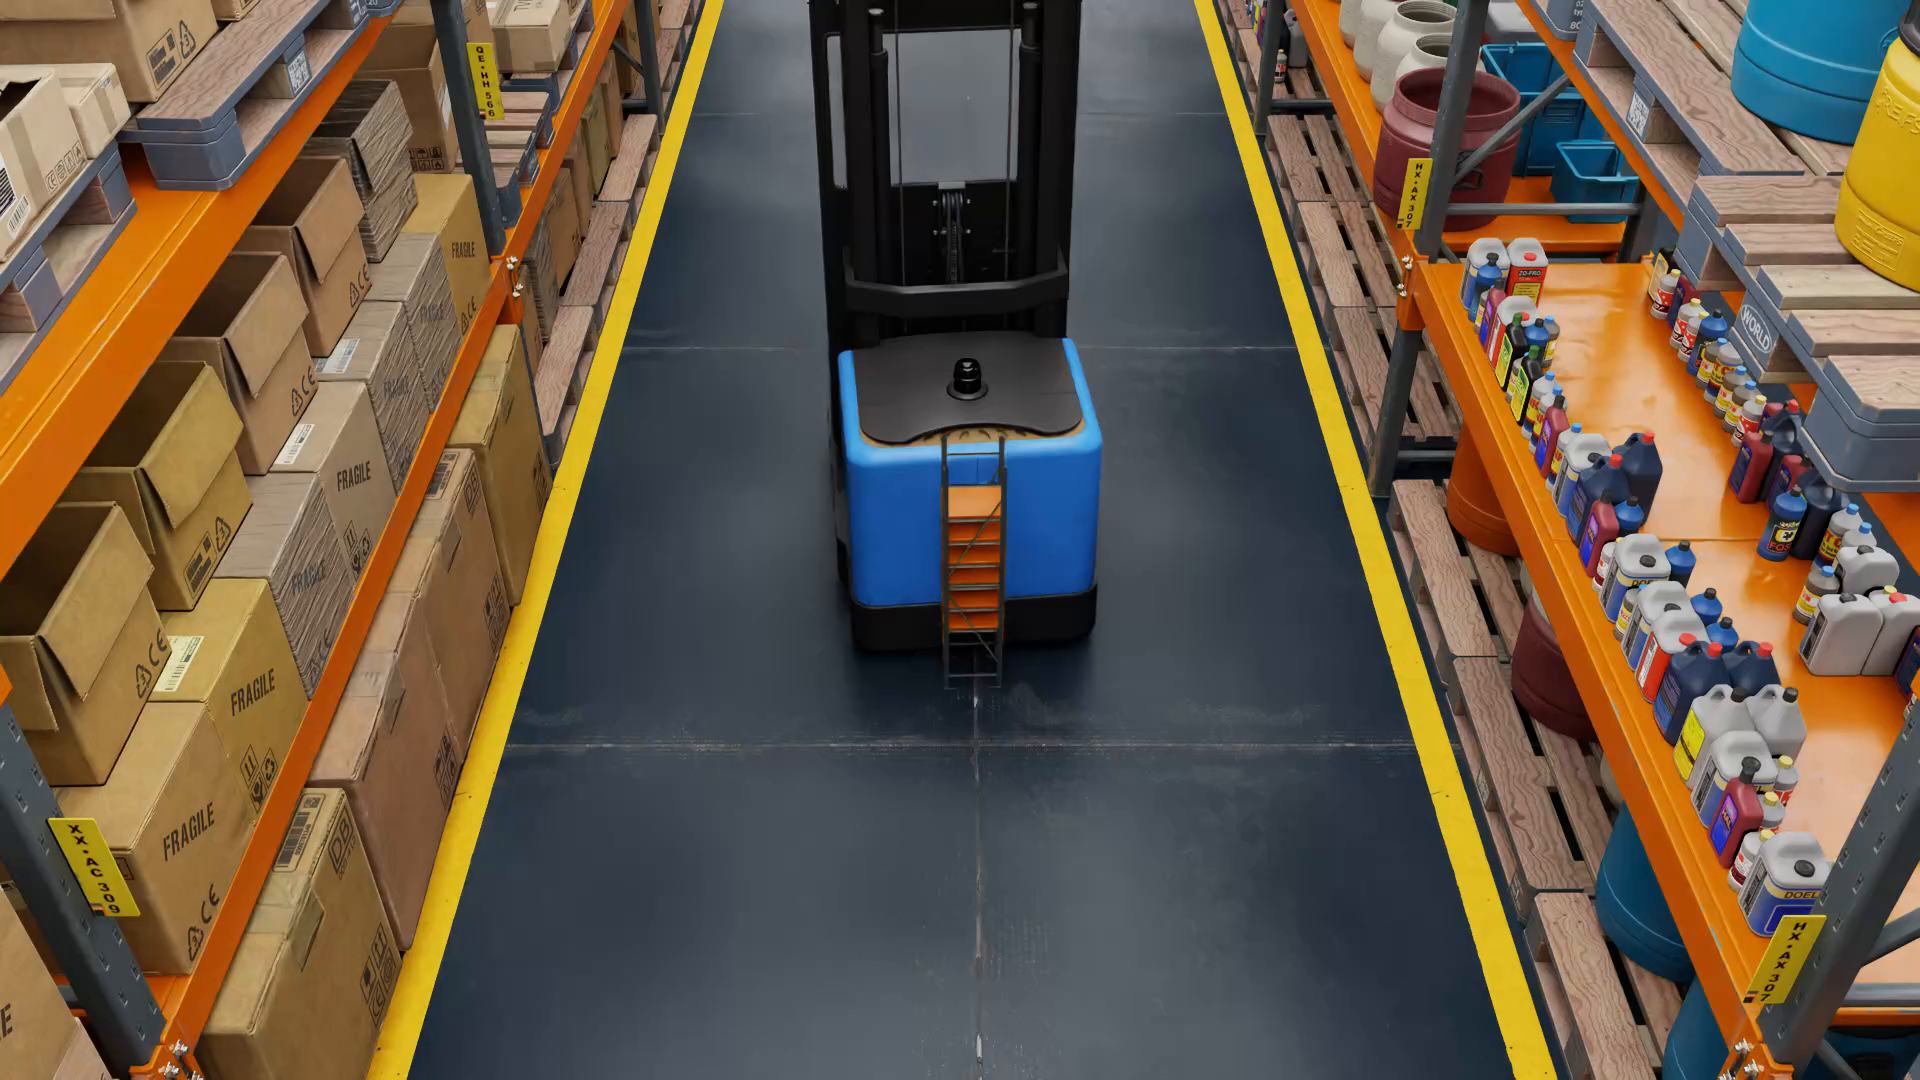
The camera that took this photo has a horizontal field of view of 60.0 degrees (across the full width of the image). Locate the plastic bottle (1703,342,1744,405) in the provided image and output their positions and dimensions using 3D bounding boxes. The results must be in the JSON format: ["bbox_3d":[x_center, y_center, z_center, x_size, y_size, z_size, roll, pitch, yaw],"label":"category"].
[{"bbox_3d":[2.886,-0.644,6.257,0.097,0.271,0.097,0,39,0],"label":"plastic bottle"}]

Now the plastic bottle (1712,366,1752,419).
[{"bbox_3d":[2.886,-0.555,6.203,0.097,0.201,0.097,0,39,0],"label":"plastic bottle"}]

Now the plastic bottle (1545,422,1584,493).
[{"bbox_3d":[2.127,-0.291,5.817,0.097,0.271,0.097,0,39,0],"label":"plastic bottle"}]

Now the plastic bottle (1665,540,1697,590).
[{"bbox_3d":[2.280,0.114,5.312,0.097,0.271,0.097,0,39,0],"label":"plastic bottle"}]

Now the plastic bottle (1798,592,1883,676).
[{"bbox_3d":[2.708,0.275,5.108,0.152,0.276,0.135,0,39,0],"label":"plastic bottle"}]

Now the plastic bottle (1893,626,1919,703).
[{"bbox_3d":[2.906,0.355,5.001,0.061,0.283,0.133,0,39,0],"label":"plastic bottle"}]

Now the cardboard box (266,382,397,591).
[{"bbox_3d":[-2.230,-0.179,5.495,0.500,0.500,0.500,1,39,1],"label":"cardboard box"}]

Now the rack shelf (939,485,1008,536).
[{"bbox_3d":[0.052,-0.117,6.425,0.258,0.103,0.180,-1,42,-2],"label":"rack shelf"}]

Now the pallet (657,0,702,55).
[{"bbox_3d":[-2.522,-4.001,12.574,1.003,0.211,1.213,0,39,0],"label":"pallet"}]

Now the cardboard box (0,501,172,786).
[{"bbox_3d":[-2.481,0.269,4.134,0.797,0.503,0.637,-1,39,-1],"label":"cardboard box"}]

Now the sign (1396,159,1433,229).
[{"bbox_3d":[1.926,-1.465,7.049,0.100,0.325,0.005,0,39,0],"label":"sign"}]

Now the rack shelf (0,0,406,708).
[{"bbox_3d":[-2.475,-1.042,4.828,1.077,0.370,4.000,0,39,0],"label":"rack shelf"}]

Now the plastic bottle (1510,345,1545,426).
[{"bbox_3d":[2.109,-0.573,6.159,0.061,0.283,0.133,0,39,0],"label":"plastic bottle"}]

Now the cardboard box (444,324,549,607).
[{"bbox_3d":[-2.497,-0.306,7.097,1.225,0.875,0.875,-2,39,-2],"label":"cardboard box"}]

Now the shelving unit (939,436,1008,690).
[{"bbox_3d":[0.052,0.117,6.637,0.258,1.200,0.189,-1,42,-2],"label":"shelving unit"}]

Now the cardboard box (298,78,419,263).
[{"bbox_3d":[-2.492,-1.376,6.186,0.797,0.503,0.637,1,39,1],"label":"cardboard box"}]

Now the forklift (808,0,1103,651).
[{"bbox_3d":[-0.086,-1.586,7.385,1.130,2.935,3.031,-4,39,-5],"label":"forklift"}]

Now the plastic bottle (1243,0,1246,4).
[{"bbox_3d":[2.158,-4.105,12.304,0.097,0.271,0.097,0,39,0],"label":"plastic bottle"}]

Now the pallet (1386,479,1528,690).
[{"bbox_3d":[2.519,0.175,7.363,1.003,0.211,1.213,0,39,0],"label":"pallet"}]

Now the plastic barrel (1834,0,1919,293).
[{"bbox_3d":[2.277,-0.884,3.569,0.600,0.588,0.600,0,39,0],"label":"plastic barrel"}]

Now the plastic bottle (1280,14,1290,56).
[{"bbox_3d":[2.183,-3.448,11.421,0.144,0.351,0.185,-1,39,-1],"label":"plastic bottle"}]

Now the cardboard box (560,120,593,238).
[{"bbox_3d":[-2.520,-2.068,9.580,0.700,0.500,0.500,-3,39,-4],"label":"cardboard box"}]

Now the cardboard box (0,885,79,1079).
[{"bbox_3d":[-2.204,1.036,3.342,0.500,0.500,0.500,1,39,1],"label":"cardboard box"}]

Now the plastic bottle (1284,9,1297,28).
[{"bbox_3d":[2.330,-3.555,11.614,0.152,0.276,0.135,0,39,0],"label":"plastic bottle"}]

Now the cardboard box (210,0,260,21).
[{"bbox_3d":[-2.315,-1.855,4.852,0.500,0.500,0.500,2,39,2],"label":"cardboard box"}]

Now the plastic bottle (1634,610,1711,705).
[{"bbox_3d":[2.156,0.353,5.010,0.152,0.276,0.135,0,39,0],"label":"plastic bottle"}]

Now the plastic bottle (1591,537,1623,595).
[{"bbox_3d":[2.128,0.081,5.410,0.097,0.201,0.097,0,39,0],"label":"plastic bottle"}]

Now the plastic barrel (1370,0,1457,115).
[{"bbox_3d":[2.261,-2.357,8.203,0.421,0.512,0.421,0,39,0],"label":"plastic barrel"}]

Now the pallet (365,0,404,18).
[{"bbox_3d":[-2.423,-2.097,5.721,1.213,0.211,1.003,2,39,2],"label":"pallet"}]

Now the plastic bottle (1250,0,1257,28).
[{"bbox_3d":[2.186,-3.843,11.973,0.152,0.276,0.135,1,39,1],"label":"plastic bottle"}]

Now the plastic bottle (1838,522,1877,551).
[{"bbox_3d":[2.887,0.059,5.381,0.097,0.271,0.097,0,39,0],"label":"plastic bottle"}]

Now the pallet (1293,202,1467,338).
[{"bbox_3d":[2.515,-1.564,9.533,1.003,0.211,1.213,0,39,0],"label":"pallet"}]

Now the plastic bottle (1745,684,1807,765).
[{"bbox_3d":[2.297,0.539,4.718,0.144,0.351,0.185,0,39,0],"label":"plastic bottle"}]

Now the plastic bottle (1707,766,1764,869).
[{"bbox_3d":[2.111,0.750,4.509,0.061,0.283,0.133,0,39,0],"label":"plastic bottle"}]

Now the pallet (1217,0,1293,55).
[{"bbox_3d":[2.508,-4.005,12.578,1.003,0.211,1.213,0,39,0],"label":"pallet"}]

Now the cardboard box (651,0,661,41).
[{"bbox_3d":[-2.450,-3.701,11.633,0.500,0.500,0.500,12,40,14],"label":"cardboard box"}]

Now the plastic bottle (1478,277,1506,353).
[{"bbox_3d":[2.108,-0.885,6.548,0.061,0.283,0.133,0,39,0],"label":"plastic bottle"}]

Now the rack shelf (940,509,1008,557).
[{"bbox_3d":[0.052,-0.028,6.506,0.258,0.103,0.180,-1,42,-2],"label":"rack shelf"}]

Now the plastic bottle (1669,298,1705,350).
[{"bbox_3d":[2.885,-0.860,6.583,0.097,0.201,0.097,0,39,0],"label":"plastic bottle"}]

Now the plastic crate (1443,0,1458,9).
[{"bbox_3d":[2.756,-2.736,8.935,0.450,0.188,0.662,0,39,0],"label":"plastic crate"}]

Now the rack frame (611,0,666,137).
[{"bbox_3d":[-2.481,-3.904,10.223,1.000,3.000,0.127,0,39,0],"label":"rack frame"}]

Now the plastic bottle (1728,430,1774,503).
[{"bbox_3d":[2.761,-0.278,5.791,0.061,0.283,0.133,0,39,0],"label":"plastic bottle"}]

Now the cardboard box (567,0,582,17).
[{"bbox_3d":[-2.387,-3.025,8.707,0.797,0.503,0.637,4,39,5],"label":"cardboard box"}]

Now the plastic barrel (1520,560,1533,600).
[{"bbox_3d":[2.584,0.059,6.931,0.421,0.512,0.421,0,39,0],"label":"plastic barrel"}]

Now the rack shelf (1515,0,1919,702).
[{"bbox_3d":[2.478,-1.046,4.833,1.077,0.370,4.000,0,39,0],"label":"rack shelf"}]

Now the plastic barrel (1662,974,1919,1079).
[{"bbox_3d":[2.497,1.410,4.935,0.600,0.901,0.708,0,39,0],"label":"plastic barrel"}]

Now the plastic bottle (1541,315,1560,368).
[{"bbox_3d":[2.279,-0.781,6.484,0.097,0.201,0.097,0,39,0],"label":"plastic bottle"}]
